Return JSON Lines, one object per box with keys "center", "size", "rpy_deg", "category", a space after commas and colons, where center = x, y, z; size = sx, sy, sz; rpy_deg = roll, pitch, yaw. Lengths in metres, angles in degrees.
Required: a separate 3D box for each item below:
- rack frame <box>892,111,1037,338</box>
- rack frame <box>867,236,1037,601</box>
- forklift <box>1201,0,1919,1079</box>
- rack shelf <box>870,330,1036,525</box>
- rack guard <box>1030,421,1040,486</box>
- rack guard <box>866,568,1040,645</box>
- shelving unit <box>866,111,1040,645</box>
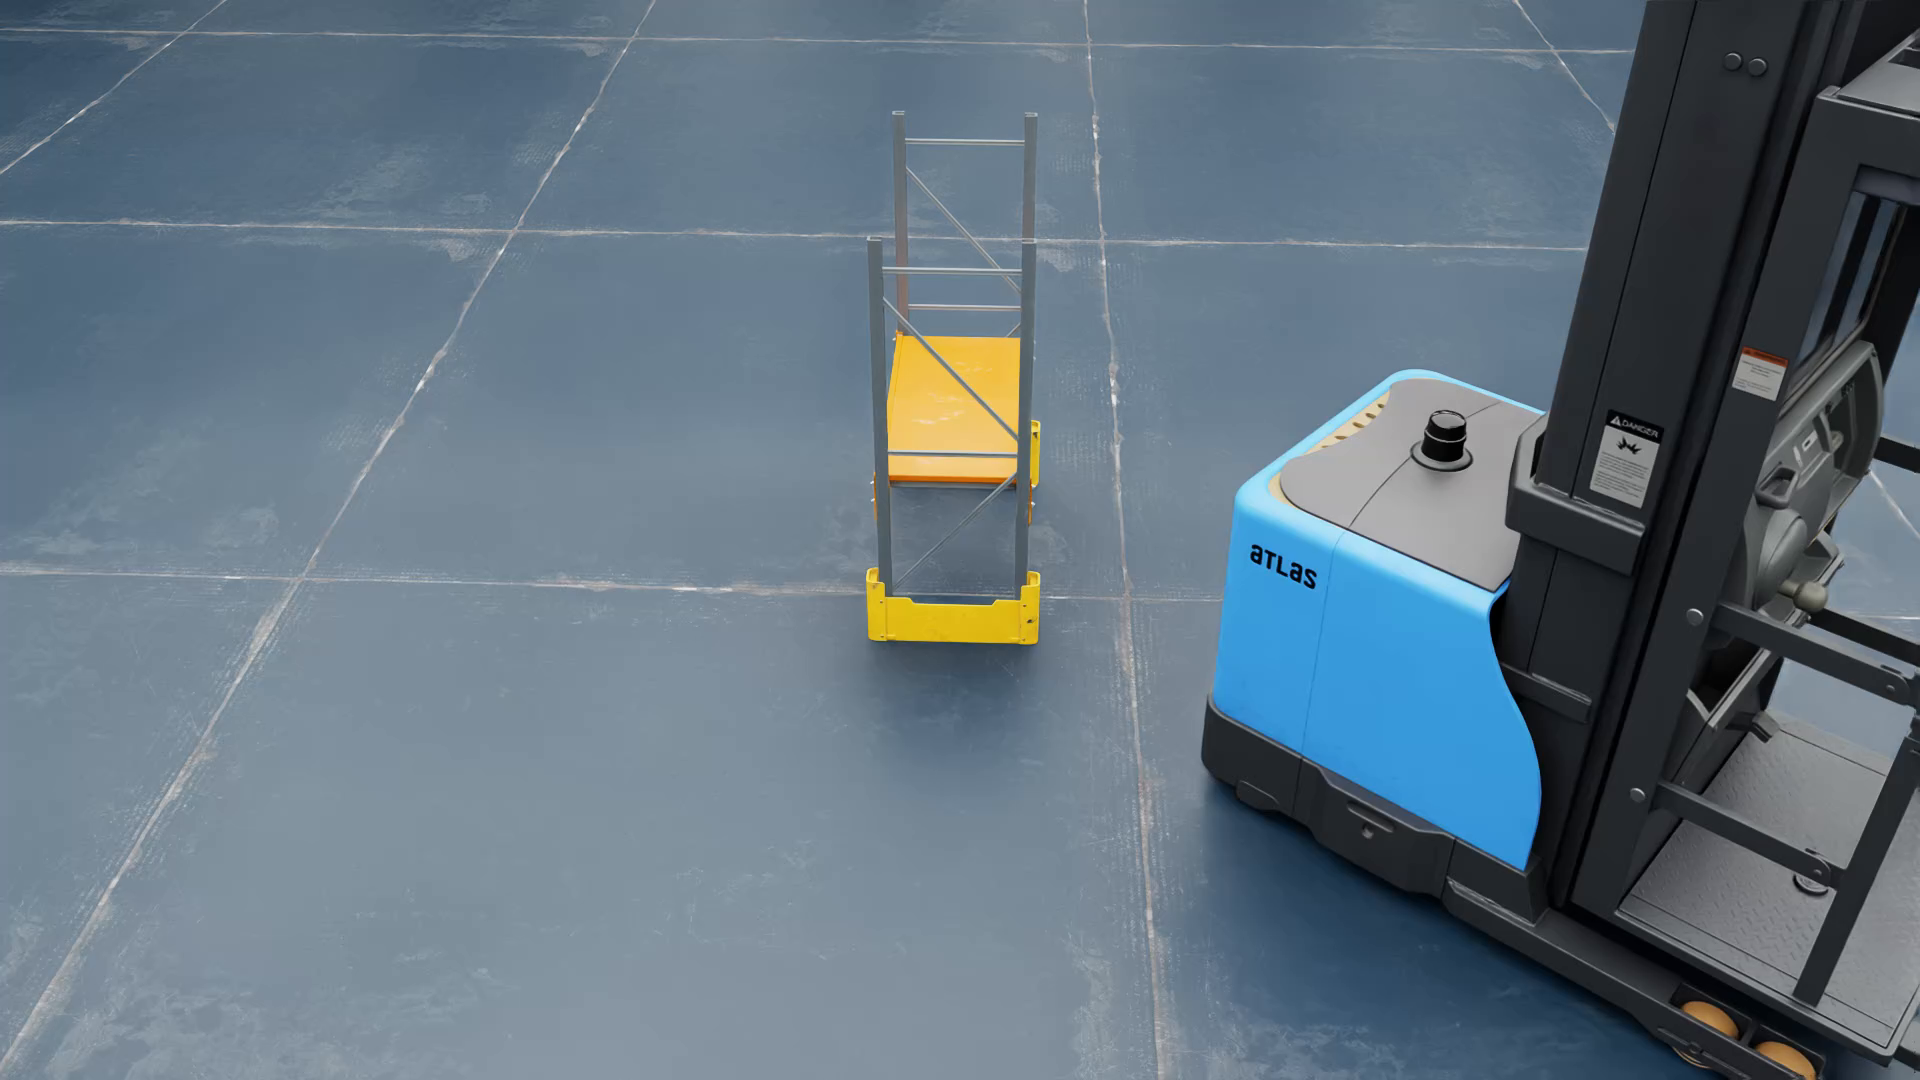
{"center": [0.017, -0.857, 6.165], "size": [0.500, 1.500, 0.032], "rpy_deg": [1, 35, 2], "category": "rack frame"}
{"center": [-0.024, -0.273, 5.333], "size": [0.500, 1.500, 0.032], "rpy_deg": [1, 35, 2], "category": "rack frame"}
{"center": [2.185, -0.105, 3.851], "size": [3.031, 2.935, 1.130], "rpy_deg": [27, 43, 33], "category": "forklift"}
{"center": [-0.003, -0.417, 5.852], "size": [0.538, 0.185, 1.000], "rpy_deg": [1, 35, 2], "category": "rack shelf"}
{"center": [0.017, -0.345, 6.523], "size": [0.587, 0.250, 0.087], "rpy_deg": [1, 35, 2], "category": "rack guard"}
{"center": [-0.023, 0.228, 5.709], "size": [0.587, 0.250, 0.087], "rpy_deg": [1, 35, 2], "category": "rack guard"}
{"center": [-0.003, -0.570, 5.756], "size": [0.587, 1.500, 1.083], "rpy_deg": [1, 35, 2], "category": "shelving unit"}
